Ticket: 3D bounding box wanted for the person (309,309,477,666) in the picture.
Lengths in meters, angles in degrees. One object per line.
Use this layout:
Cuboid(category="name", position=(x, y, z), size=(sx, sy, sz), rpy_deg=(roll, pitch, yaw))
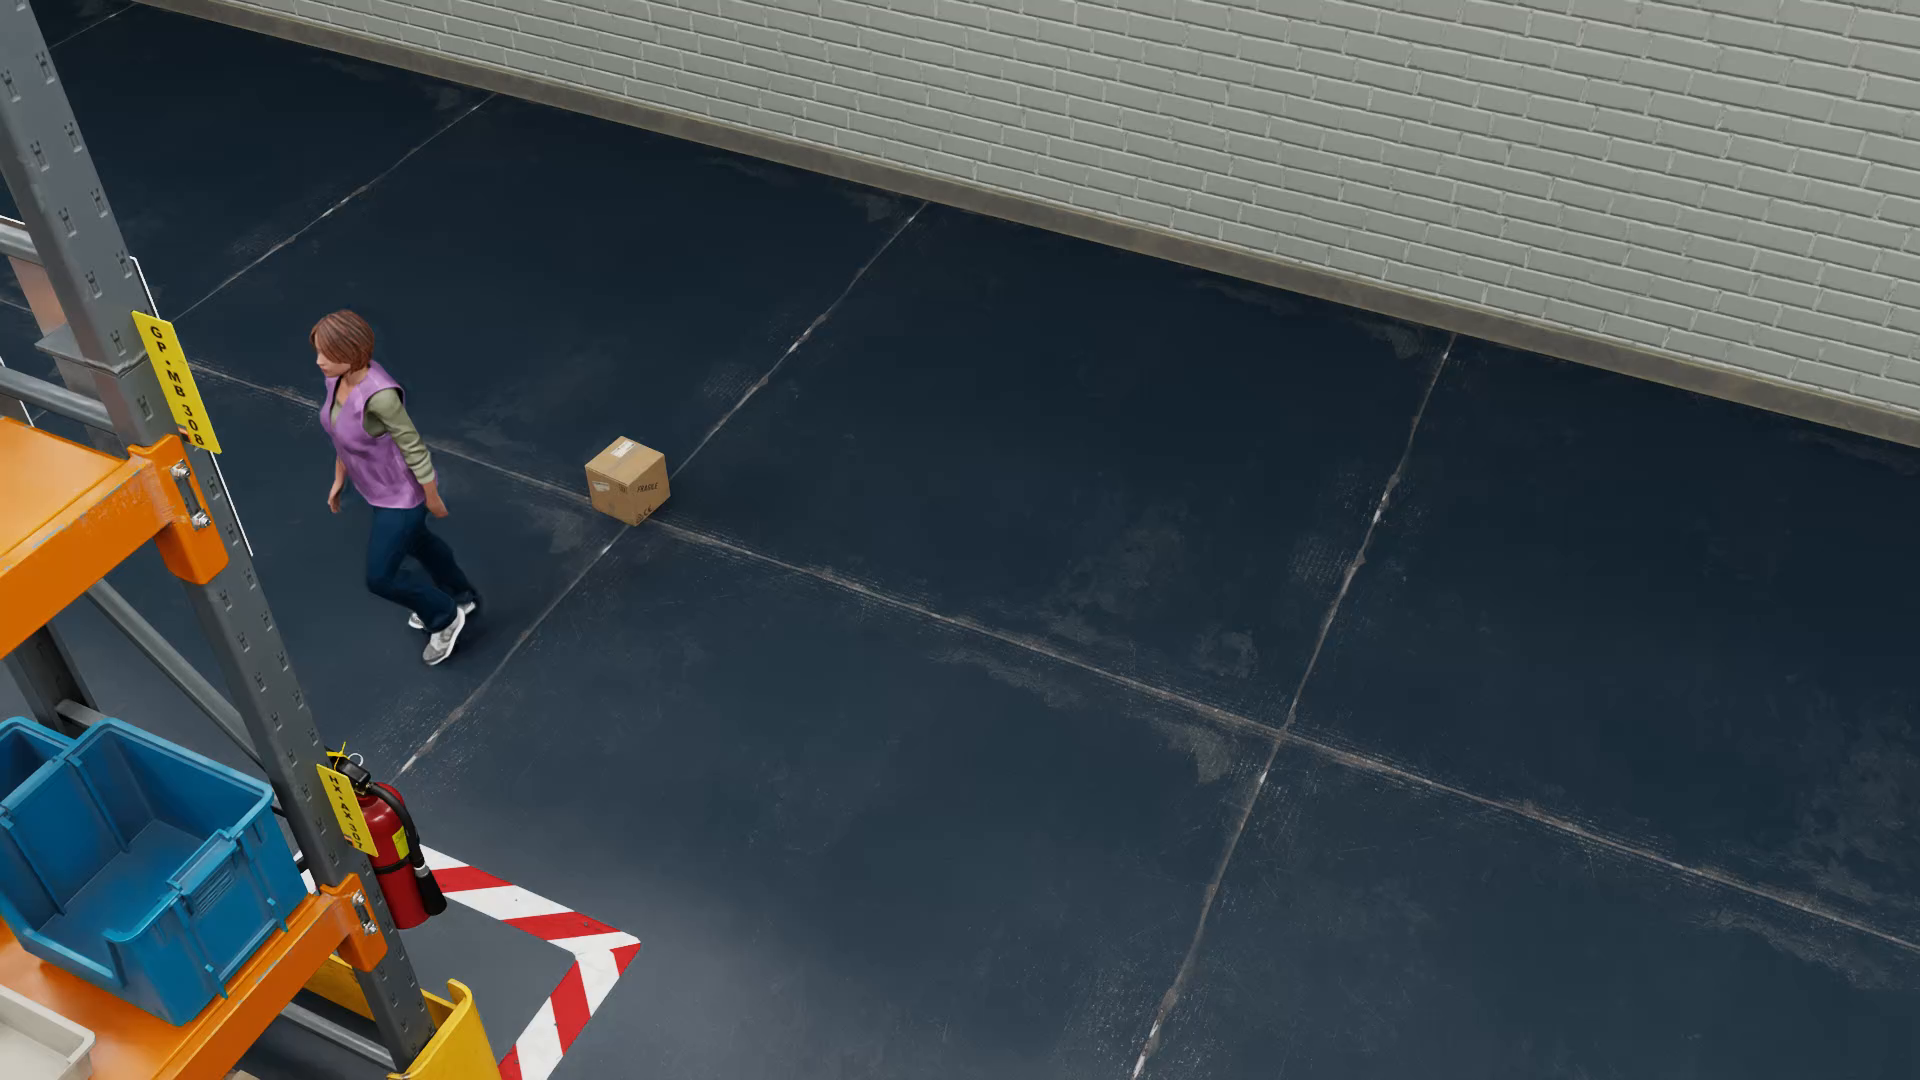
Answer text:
Cuboid(category="person", position=(-2.171, -0.181, 6.353), size=(0.450, 1.613, 0.417), rpy_deg=(-28, 49, -27))
